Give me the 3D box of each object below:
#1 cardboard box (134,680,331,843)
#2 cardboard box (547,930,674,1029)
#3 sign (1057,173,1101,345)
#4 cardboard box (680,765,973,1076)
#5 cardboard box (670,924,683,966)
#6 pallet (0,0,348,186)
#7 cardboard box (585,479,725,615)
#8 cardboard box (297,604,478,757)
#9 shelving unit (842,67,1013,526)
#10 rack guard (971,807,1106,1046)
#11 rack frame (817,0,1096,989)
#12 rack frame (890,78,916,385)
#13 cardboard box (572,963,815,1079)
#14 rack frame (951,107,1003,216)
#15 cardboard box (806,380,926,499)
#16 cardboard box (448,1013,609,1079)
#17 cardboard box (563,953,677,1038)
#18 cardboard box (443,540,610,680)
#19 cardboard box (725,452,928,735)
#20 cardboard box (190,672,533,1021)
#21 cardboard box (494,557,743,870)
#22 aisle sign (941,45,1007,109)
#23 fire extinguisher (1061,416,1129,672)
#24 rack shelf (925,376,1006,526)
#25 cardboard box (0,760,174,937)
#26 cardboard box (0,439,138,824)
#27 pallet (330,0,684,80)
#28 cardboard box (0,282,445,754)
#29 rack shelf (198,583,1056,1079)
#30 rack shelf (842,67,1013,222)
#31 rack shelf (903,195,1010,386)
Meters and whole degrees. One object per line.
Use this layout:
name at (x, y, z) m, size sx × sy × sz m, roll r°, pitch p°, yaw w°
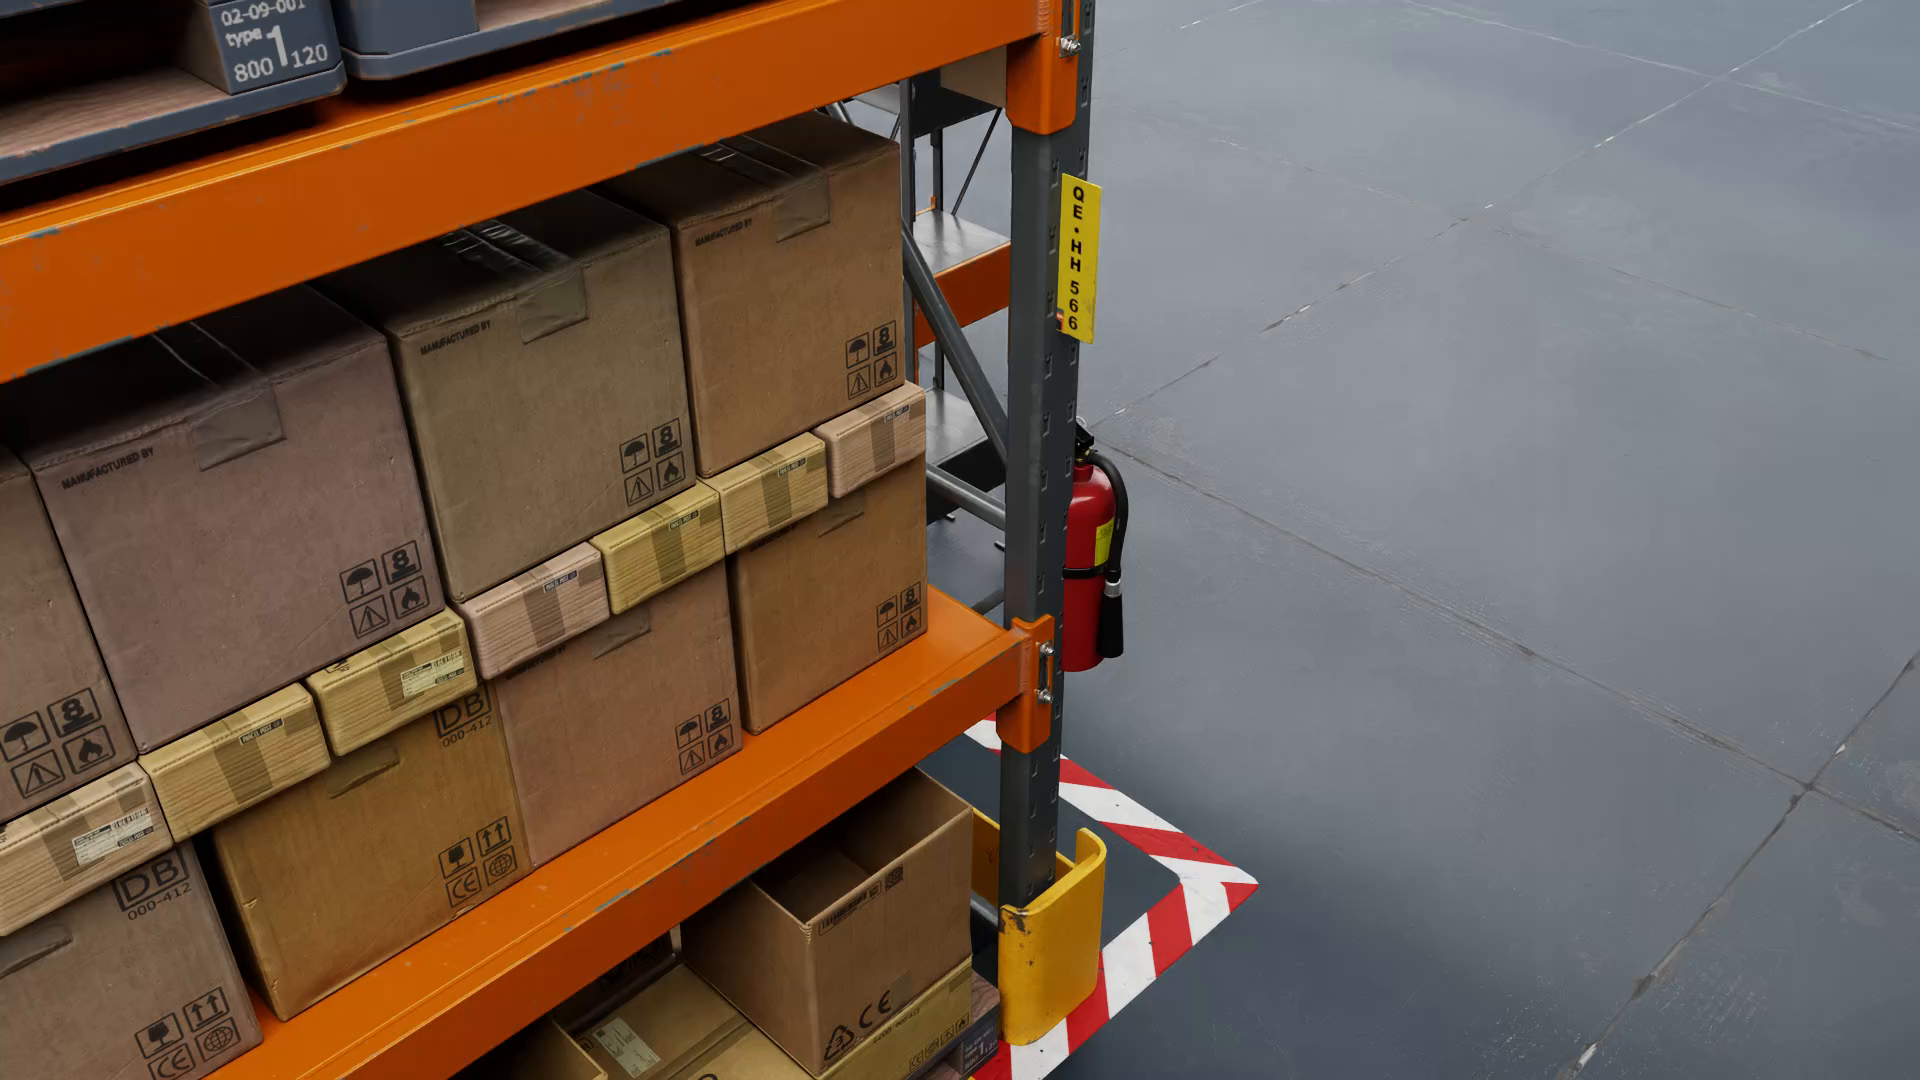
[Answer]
cardboard box at (-1.198, 0.265, 2.593) m, size 0.250 × 0.149 × 0.380 m, roll -29°, pitch 44°, yaw -34°
cardboard box at (-1.039, 0.794, 3.871) m, size 0.500 × 0.500 × 0.500 m, roll 30°, pitch 45°, yaw 35°
sign at (0.223, -0.534, 3.174) m, size 0.100 × 0.325 × 0.005 m, roll 30°, pitch 45°, yaw 35°
cardboard box at (-0.319, 0.800, 3.862) m, size 0.500 × 0.500 × 0.500 m, roll 30°, pitch 45°, yaw 35°
cardboard box at (-0.688, 0.898, 4.377) m, size 0.500 × 0.250 × 0.500 m, roll 30°, pitch 45°, yaw 35°
pallet at (-1.529, -0.606, 1.952) m, size 1.003 × 0.211 × 1.213 m, roll 30°, pitch 45°, yaw 35°
cardboard box at (-0.650, -0.051, 3.046) m, size 0.380 × 0.149 × 0.250 m, roll 29°, pitch 44°, yaw 35°
cardboard box at (-1.013, 0.157, 2.748) m, size 0.250 × 0.149 × 0.380 m, roll -28°, pitch 44°, yaw -34°
shelving unit at (-0.118, -0.793, 5.552) m, size 0.431 × 2.100 × 0.499 m, roll 30°, pitch 45°, yaw 35°
rack guard at (-0.136, 0.829, 4.624) m, size 1.175 × 0.500 × 0.348 m, roll 30°, pitch 45°, yaw 35°
rack frame at (-0.152, -0.186, 3.895) m, size 1.000 × 3.000 × 0.127 m, roll 30°, pitch 45°, yaw 35°
rack frame at (-0.289, -0.695, 5.411) m, size 0.400 × 2.100 × 0.015 m, roll 30°, pitch 45°, yaw 35°
cardboard box at (-0.664, 1.314, 3.780) m, size 0.500 × 0.250 × 0.500 m, roll 30°, pitch 45°, yaw 35°
rack frame at (0.054, -0.894, 5.696) m, size 0.380 × 1.831 × 0.006 m, roll 30°, pitch 45°, yaw 35°
cardboard box at (-0.286, -0.261, 3.348) m, size 0.380 × 0.149 × 0.250 m, roll 29°, pitch 44°, yaw 35°
cardboard box at (-1.013, 1.211, 3.272) m, size 0.500 × 0.500 × 0.500 m, roll 30°, pitch 45°, yaw 35°
cardboard box at (-1.038, 1.102, 4.084) m, size 0.500 × 0.250 × 0.500 m, roll 30°, pitch 45°, yaw 35°
cardboard box at (-0.829, 0.051, 2.901) m, size 0.250 × 0.149 × 0.380 m, roll -29°, pitch 44°, yaw -35°
cardboard box at (-0.490, -0.043, 3.602) m, size 0.700 × 0.500 × 0.500 m, roll 30°, pitch 45°, yaw 35°
cardboard box at (-1.211, 0.372, 3.008) m, size 0.500 × 0.500 × 0.700 m, roll -30°, pitch 45°, yaw -35°
cardboard box at (-2.347, 1.459, 2.183) m, size 4.930 × 1.340 × 1.023 m, roll -29°, pitch 44°, yaw -35°
aisle sign at (0.102, -1.161, 3.019) m, size 0.394 × 0.787 × 0.004 m, roll 30°, pitch 45°, yaw 35°
fire extinguisher at (0.260, -0.015, 3.717) m, size 0.296 × 0.674 × 0.183 m, roll 30°, pitch 45°, yaw 35°
rack shelf at (-0.117, -0.209, 5.961) m, size 0.431 × 0.518 × 0.480 m, roll 30°, pitch 45°, yaw 35°
cardboard box at (-1.378, 0.369, 2.444) m, size 0.380 × 0.149 × 0.250 m, roll 29°, pitch 44°, yaw 35°
cardboard box at (-1.602, 0.071, 2.305) m, size 0.700 × 0.500 × 0.500 m, roll 30°, pitch 45°, yaw 35°
pallet at (-0.669, -1.104, 2.665) m, size 1.003 × 0.211 × 1.213 m, roll 30°, pitch 45°, yaw 35°
cardboard box at (-1.249, -0.133, 2.597) m, size 0.500 × 0.500 × 0.700 m, roll -30°, pitch 45°, yaw -35°
rack shelf at (-1.562, 0.921, 2.936) m, size 1.077 × 0.370 × 4.000 m, roll 30°, pitch 45°, yaw 35°
rack shelf at (-0.117, -1.357, 5.160) m, size 0.431 × 0.518 × 0.480 m, roll 30°, pitch 45°, yaw 35°
rack shelf at (-0.117, -0.783, 5.561) m, size 0.431 × 0.518 × 0.480 m, roll 30°, pitch 45°, yaw 35°
